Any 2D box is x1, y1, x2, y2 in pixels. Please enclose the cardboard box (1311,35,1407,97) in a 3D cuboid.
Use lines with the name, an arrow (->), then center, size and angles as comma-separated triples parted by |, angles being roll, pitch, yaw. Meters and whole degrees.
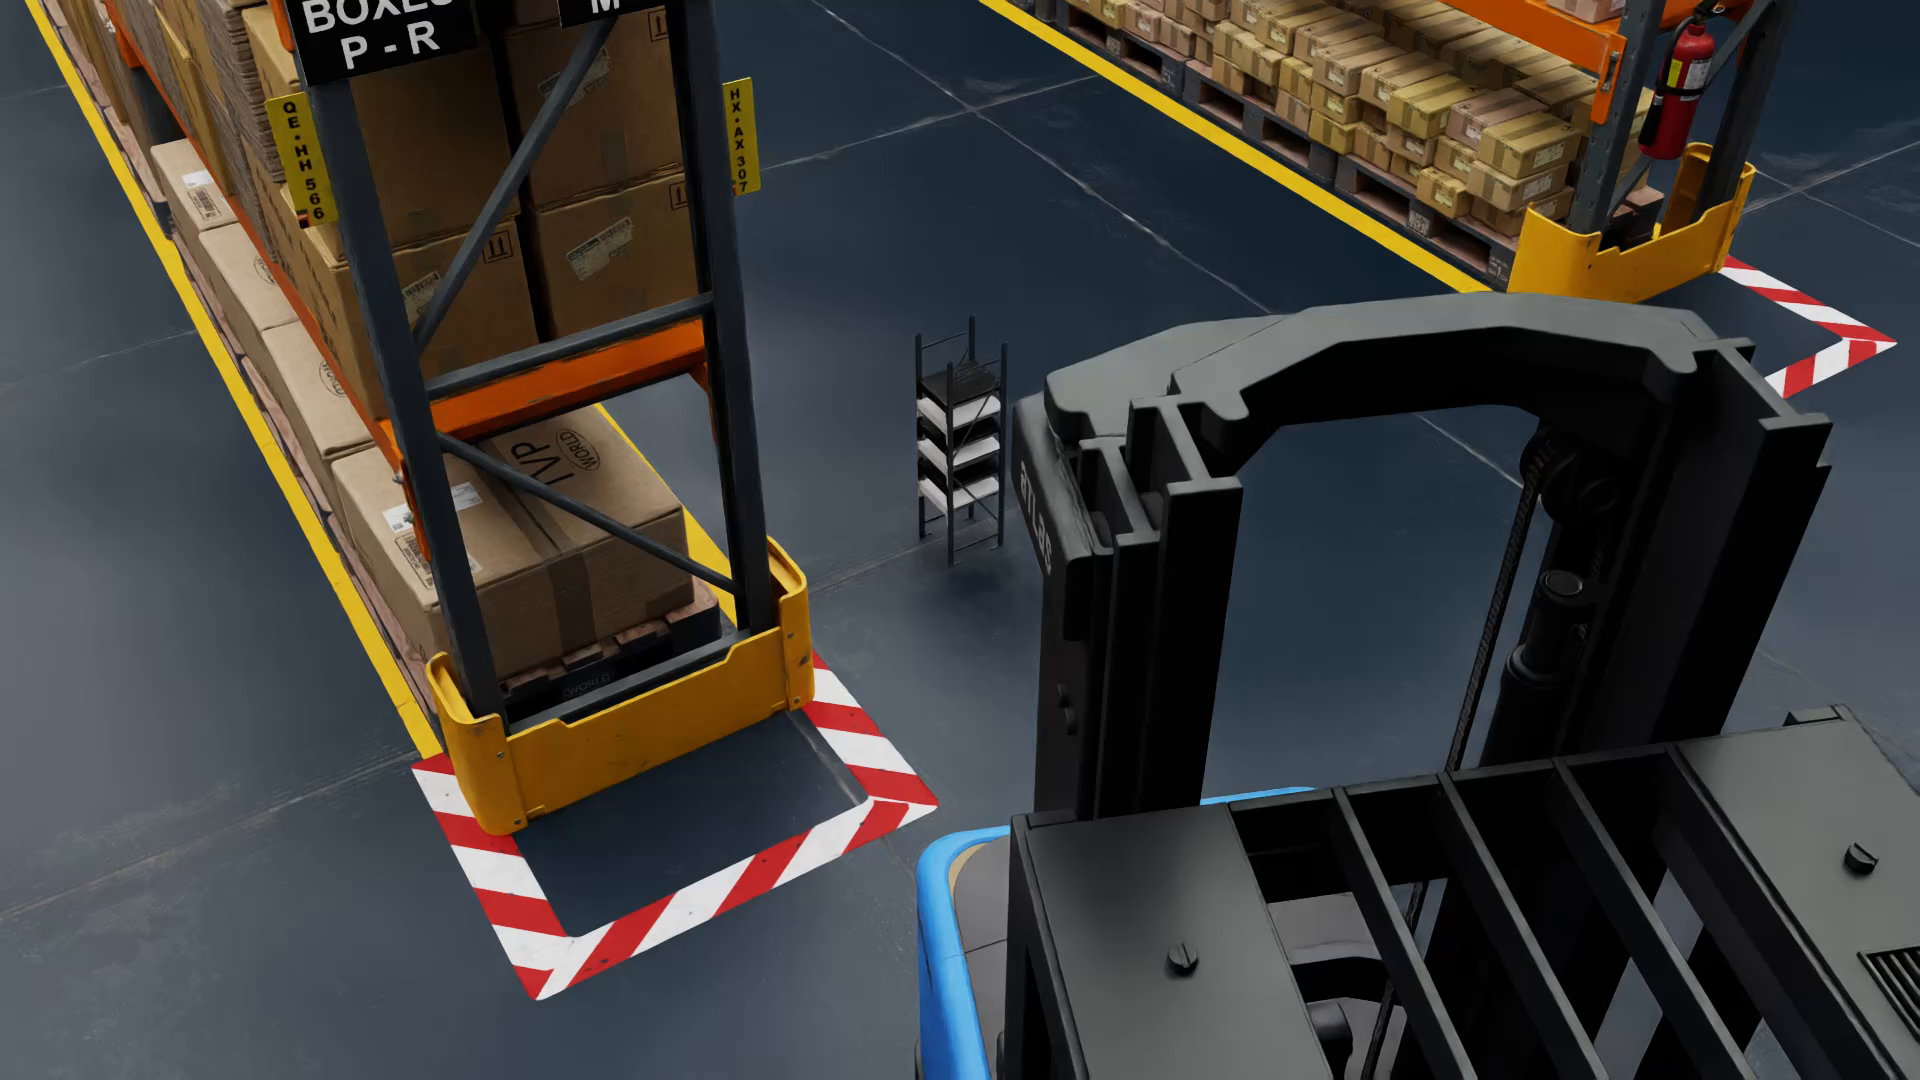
cardboard box -> 1.948, -2.316, 8.120 | 0.380, 0.149, 0.250 | -21, 44, -23

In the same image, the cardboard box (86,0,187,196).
cardboard box -> -3.614, -2.336, 8.042 | 0.875, 0.875, 0.875 | -21, 44, -23

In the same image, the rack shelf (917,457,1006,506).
rack shelf -> 0.004, -0.247, 6.036 | 0.258, 0.077, 0.200 | -22, 45, -24

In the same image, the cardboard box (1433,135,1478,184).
cardboard box -> 2.437, -1.810, 7.746 | 0.380, 0.149, 0.250 | -23, 45, -25

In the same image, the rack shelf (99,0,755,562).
rack shelf -> -2.138, -1.328, 6.063 | 1.077, 0.370, 4.000 | -22, 45, -24

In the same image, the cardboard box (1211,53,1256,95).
cardboard box -> 1.563, -2.515, 8.824 | 0.380, 0.149, 0.250 | -23, 45, -26

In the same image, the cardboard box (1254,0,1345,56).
cardboard box -> 1.735, -2.628, 8.494 | 0.380, 0.149, 0.250 | -22, 45, -24

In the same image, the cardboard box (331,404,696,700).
cardboard box -> -1.502, -0.024, 5.609 | 0.875, 0.438, 0.875 | -24, 45, -26

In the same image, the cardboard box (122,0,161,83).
cardboard box -> -2.915, -2.106, 6.356 | 0.500, 0.500, 0.500 | -22, 45, -24

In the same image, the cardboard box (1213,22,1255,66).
cardboard box -> 1.557, -2.631, 8.731 | 0.380, 0.149, 0.250 | -23, 45, -25

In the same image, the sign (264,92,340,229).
sign -> -1.528, -0.882, 3.875 | 0.100, 0.325, 0.005 | -22, 45, -24

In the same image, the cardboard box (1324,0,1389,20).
cardboard box -> 2.121, -2.784, 8.682 | 0.380, 0.149, 0.250 | -22, 45, -24

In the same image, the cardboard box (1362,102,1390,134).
cardboard box -> 2.194, -2.111, 8.107 | 0.380, 0.149, 0.250 | -23, 45, -25

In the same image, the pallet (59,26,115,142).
pallet -> -4.352, -2.663, 9.280 | 1.003, 0.211, 1.213 | -22, 45, -24

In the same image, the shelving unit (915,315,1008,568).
shelving unit -> 0.004, -0.341, 5.957 | 0.258, 0.900, 0.210 | -22, 45, -24

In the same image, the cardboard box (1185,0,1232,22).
cardboard box -> 1.419, -2.893, 8.813 | 0.380, 0.149, 0.250 | -21, 44, -24

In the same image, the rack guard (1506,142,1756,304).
rack guard -> 3.016, -1.364, 7.497 | 1.175, 0.500, 0.348 | -22, 45, -24

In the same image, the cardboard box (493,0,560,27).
cardboard box -> -1.020, -1.484, 4.322 | 0.380, 0.149, 0.250 | -21, 44, -24

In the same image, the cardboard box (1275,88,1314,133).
cardboard box -> 1.841, -2.238, 8.491 | 0.380, 0.149, 0.250 | -21, 44, -24

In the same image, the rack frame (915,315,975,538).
rack frame -> -0.050, -0.396, 6.023 | 0.240, 0.900, 0.006 | -22, 45, -24

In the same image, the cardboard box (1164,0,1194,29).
cardboard box -> 1.347, -2.946, 9.108 | 0.380, 0.149, 0.250 | -25, 46, -26

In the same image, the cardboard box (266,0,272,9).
cardboard box -> -1.581, -1.450, 4.282 | 0.380, 0.149, 0.250 | -21, 44, -24

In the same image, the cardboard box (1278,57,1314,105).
cardboard box -> 1.840, -2.350, 8.394 | 0.380, 0.149, 0.250 | -20, 44, -22

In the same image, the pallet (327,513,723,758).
pallet -> -1.559, 0.141, 5.915 | 1.003, 0.211, 1.213 | -22, 45, -24

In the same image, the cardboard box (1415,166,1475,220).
cardboard box -> 2.374, -1.666, 7.805 | 0.380, 0.149, 0.250 | -21, 44, -23

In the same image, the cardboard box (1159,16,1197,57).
cardboard box -> 1.330, -2.822, 9.192 | 0.380, 0.149, 0.250 | -23, 45, -25

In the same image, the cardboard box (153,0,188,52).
cardboard box -> -2.360, -1.938, 5.374 | 0.500, 0.500, 0.500 | -23, 45, -25

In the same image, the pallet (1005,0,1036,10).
pallet -> 0.486, -3.791, 10.635 | 1.003, 0.211, 1.213 | -22, 45, -24

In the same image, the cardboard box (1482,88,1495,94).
cardboard box -> 2.685, -2.104, 8.098 | 0.380, 0.149, 0.250 | -22, 44, -24

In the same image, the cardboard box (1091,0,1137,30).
cardboard box -> 0.974, -3.058, 9.476 | 0.380, 0.149, 0.250 | -21, 44, -23

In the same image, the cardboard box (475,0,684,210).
cardboard box -> -1.081, -1.305, 4.614 | 0.500, 0.500, 0.500 | -23, 45, -25

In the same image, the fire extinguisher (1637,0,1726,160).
fire extinguisher -> 2.803, -1.816, 6.438 | 0.296, 0.674, 0.183 | -22, 45, -24

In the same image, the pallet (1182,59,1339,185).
pallet -> 1.957, -2.362, 8.919 | 1.003, 0.211, 1.213 | -22, 45, -24

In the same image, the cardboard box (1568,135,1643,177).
cardboard box -> 2.991, -1.835, 7.776 | 0.380, 0.149, 0.250 | -20, 44, -23

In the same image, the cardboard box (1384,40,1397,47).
cardboard box -> 2.236, -2.523, 8.601 | 0.380, 0.149, 0.250 | -20, 44, -22

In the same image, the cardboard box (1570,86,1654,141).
cardboard box -> 3.061, -1.978, 7.715 | 0.380, 0.149, 0.250 | -24, 46, -26

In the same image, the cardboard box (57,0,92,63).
cardboard box -> -4.587, -3.304, 9.203 | 0.875, 0.875, 0.875 | -22, 44, -24

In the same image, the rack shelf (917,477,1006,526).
rack shelf -> 0.004, -0.177, 6.093 | 0.258, 0.077, 0.200 | -22, 45, -24

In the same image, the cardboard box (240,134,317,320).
cardboard box -> -1.802, -1.009, 5.040 | 0.500, 0.500, 0.500 | -23, 45, -25

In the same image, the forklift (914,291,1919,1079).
forklift -> 0.645, 1.248, 2.462 | 1.130, 2.935, 3.031 | -6, 40, -8

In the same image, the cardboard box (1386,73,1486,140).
cardboard box -> 2.225, -2.028, 7.775 | 0.380, 0.149, 0.250 | -23, 45, -25

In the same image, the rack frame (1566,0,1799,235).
rack frame -> 3.057, -2.284, 6.647 | 1.000, 3.000, 0.127 | -22, 45, -24

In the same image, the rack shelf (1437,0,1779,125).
rack shelf -> 1.981, -3.087, 8.173 | 1.077, 0.370, 4.000 | -22, 45, -24

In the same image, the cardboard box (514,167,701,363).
cardboard box -> -1.079, -0.921, 4.935 | 0.500, 0.500, 0.500 | -23, 45, -25

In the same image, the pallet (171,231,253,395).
pallet -> -2.871, -1.176, 7.496 | 1.003, 0.211, 1.213 | -22, 45, -24

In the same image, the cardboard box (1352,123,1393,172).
cardboard box -> 2.161, -1.967, 8.166 | 0.380, 0.149, 0.250 | -22, 44, -24

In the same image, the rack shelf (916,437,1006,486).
rack shelf -> 0.004, -0.316, 5.978 | 0.258, 0.077, 0.200 | -22, 45, -24

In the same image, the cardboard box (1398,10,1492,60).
cardboard box -> 2.440, -2.524, 8.370 | 0.380, 0.149, 0.250 | -20, 44, -23

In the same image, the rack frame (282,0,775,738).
rack frame -> -1.063, -0.525, 4.537 | 1.000, 3.000, 0.127 | -22, 45, -24

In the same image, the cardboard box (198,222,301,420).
cardboard box -> -2.484, -1.002, 6.783 | 0.875, 0.438, 0.875 | -24, 45, -26

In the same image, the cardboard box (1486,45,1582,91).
cardboard box -> 2.784, -2.265, 8.060 | 0.380, 0.149, 0.250 | -22, 45, -25

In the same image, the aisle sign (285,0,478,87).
aisle sign -> -1.285, -1.378, 3.530 | 0.394, 0.787, 0.004 | -22, 45, -24

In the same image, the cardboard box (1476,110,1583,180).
cardboard box -> 2.558, -1.777, 7.473 | 0.380, 0.149, 0.250 | -22, 44, -24

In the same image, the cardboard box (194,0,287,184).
cardboard box -> -1.828, -1.398, 4.725 | 0.500, 0.500, 0.500 | -22, 45, -24

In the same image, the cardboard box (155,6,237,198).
cardboard box -> -2.376, -1.557, 5.698 | 0.500, 0.500, 0.500 | -21, 44, -23

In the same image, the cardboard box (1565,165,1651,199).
cardboard box -> 3.045, -1.743, 7.897 | 0.380, 0.149, 0.250 | -21, 44, -24
